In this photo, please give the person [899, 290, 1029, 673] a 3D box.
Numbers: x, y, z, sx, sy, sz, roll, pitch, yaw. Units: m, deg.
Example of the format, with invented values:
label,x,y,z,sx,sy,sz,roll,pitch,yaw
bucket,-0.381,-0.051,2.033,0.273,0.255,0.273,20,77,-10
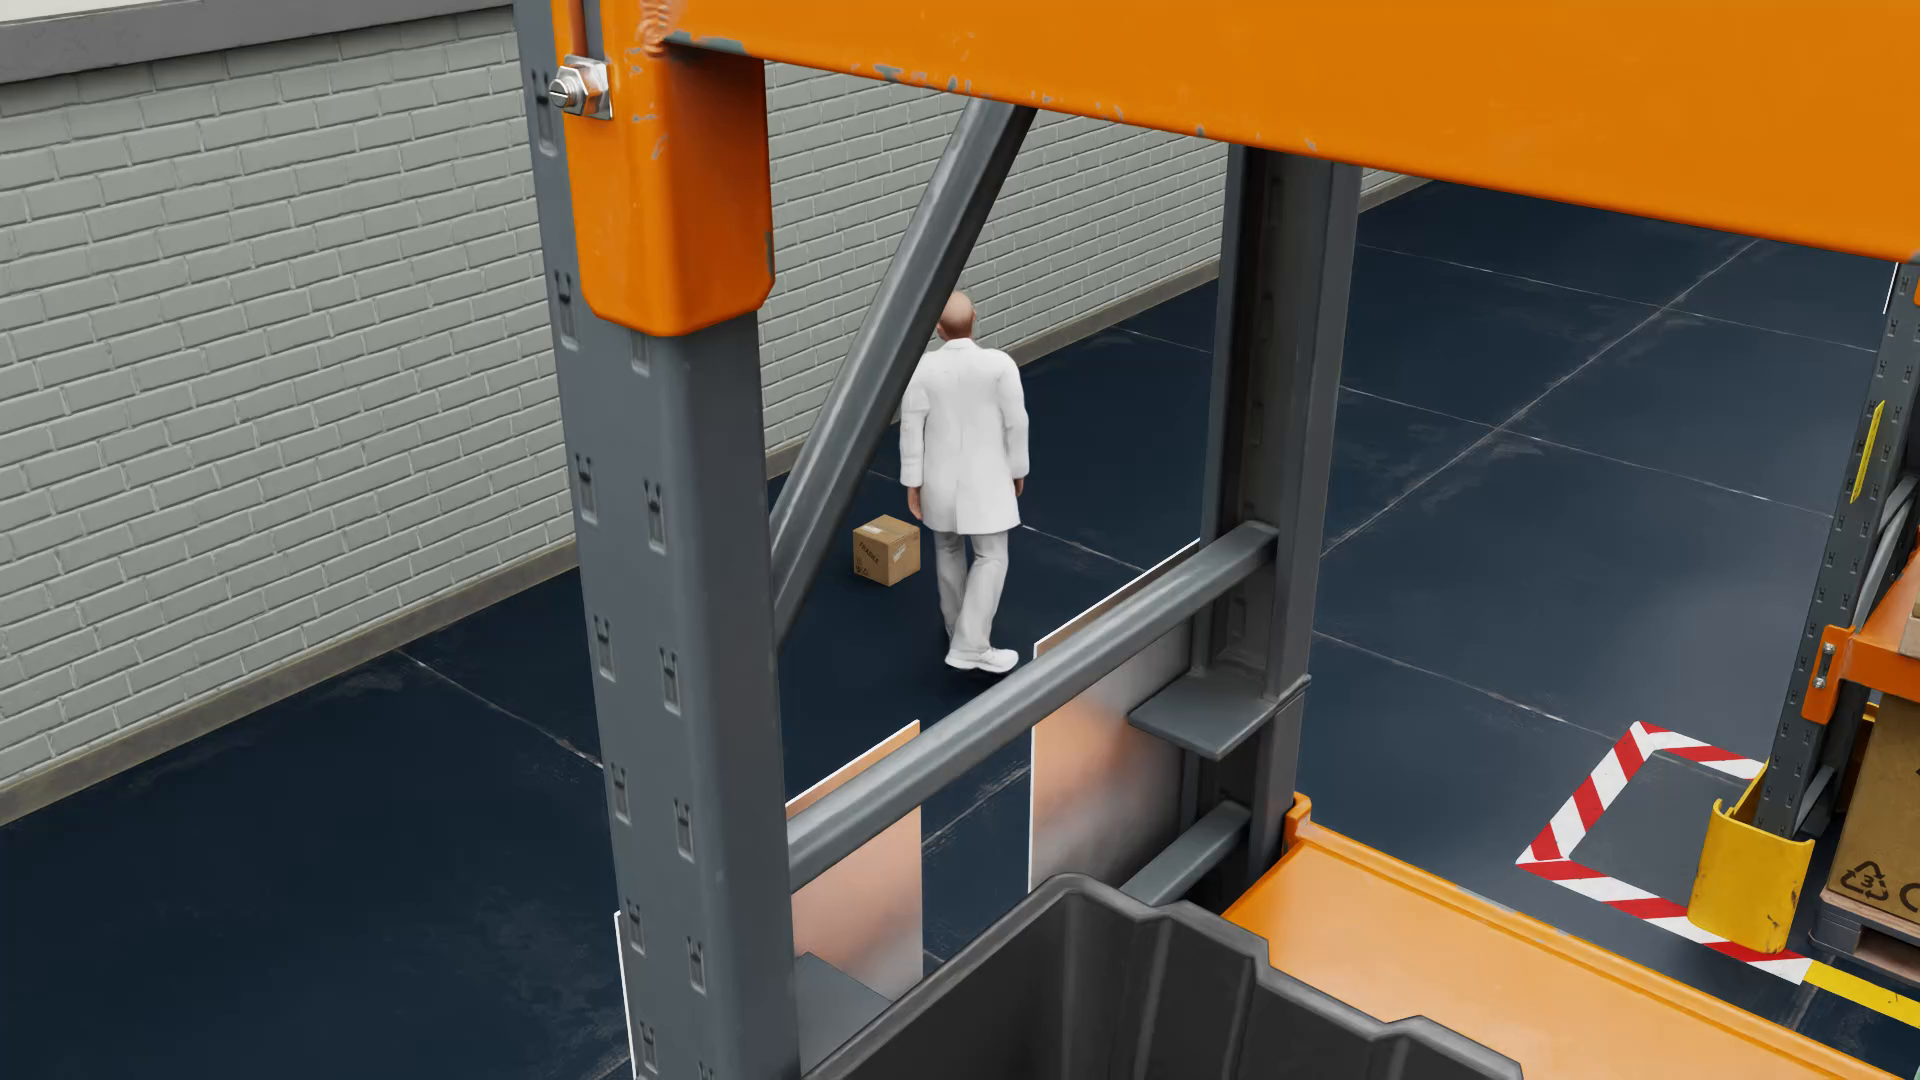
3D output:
label,x,y,z,sx,sy,sz,roll,pitch,yaw
person,0.010,-0.246,7.610,0.585,1.778,0.747,4,27,8
